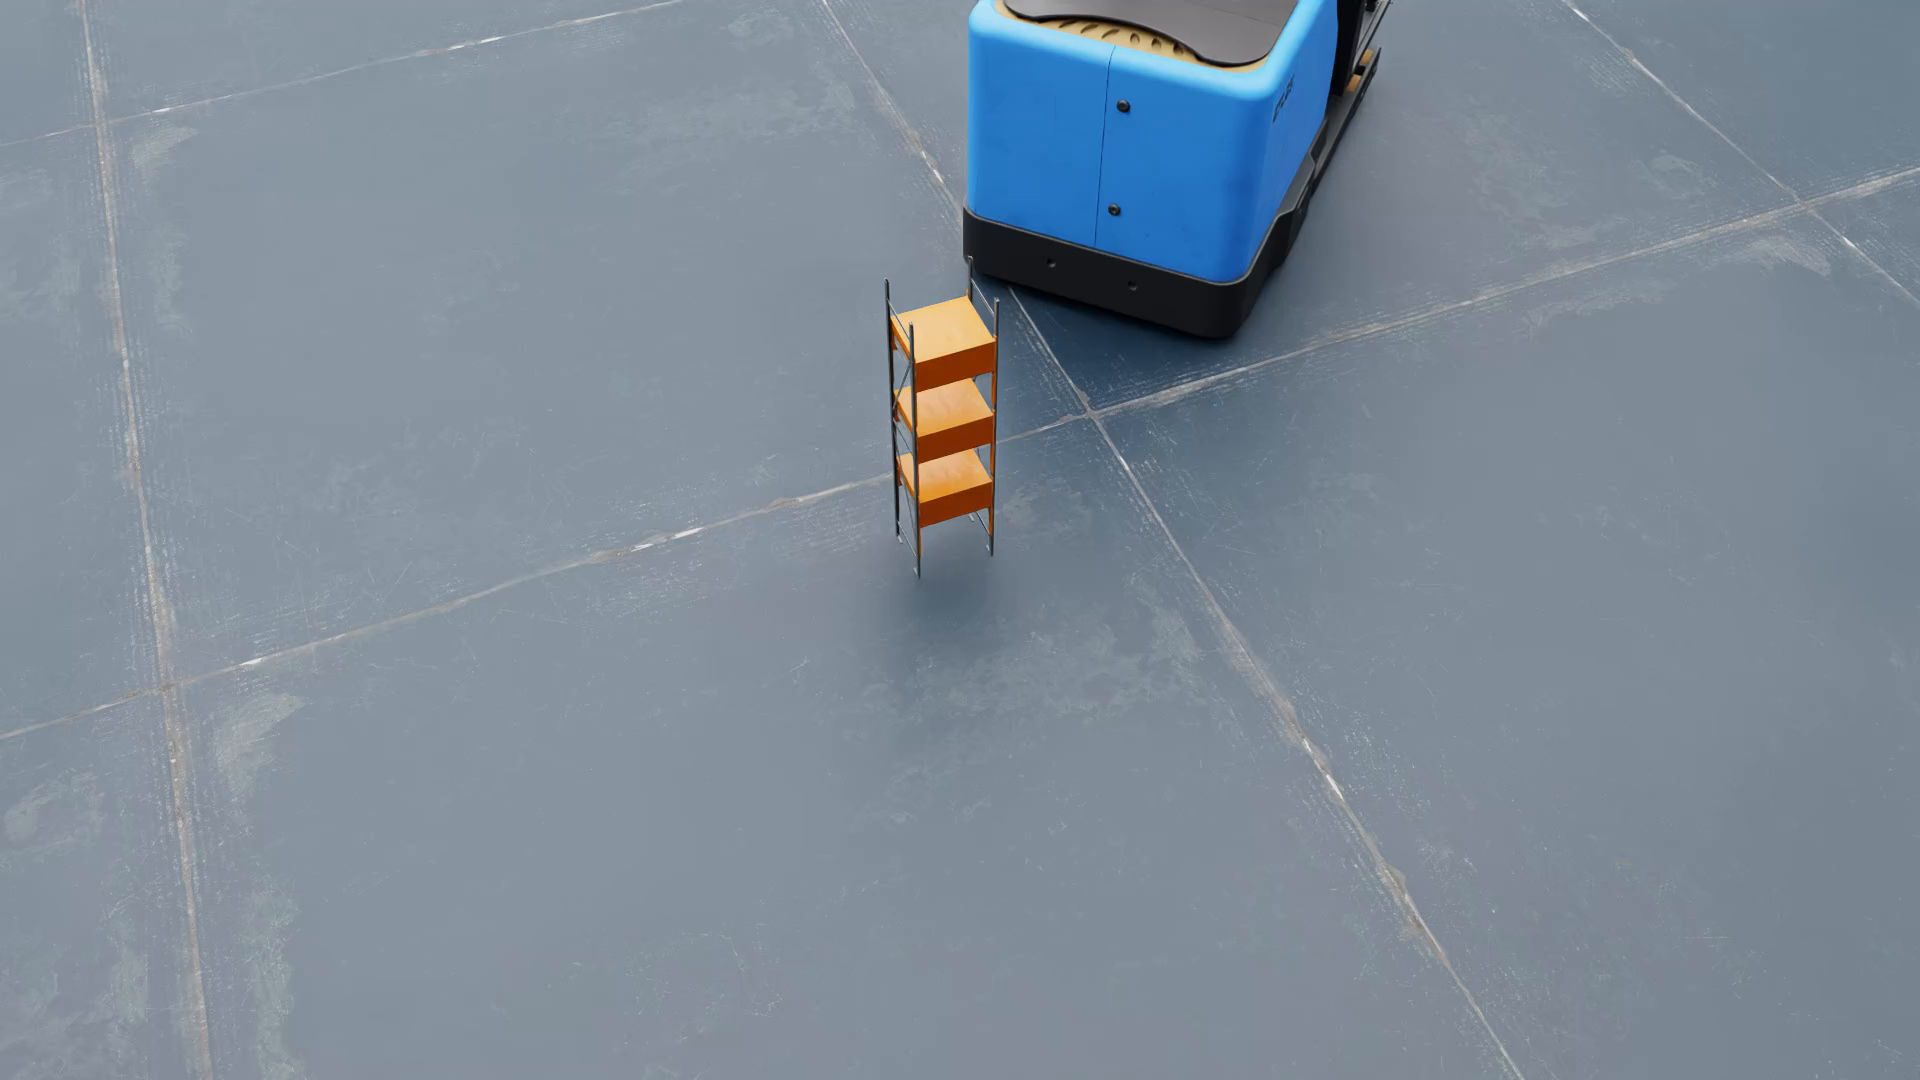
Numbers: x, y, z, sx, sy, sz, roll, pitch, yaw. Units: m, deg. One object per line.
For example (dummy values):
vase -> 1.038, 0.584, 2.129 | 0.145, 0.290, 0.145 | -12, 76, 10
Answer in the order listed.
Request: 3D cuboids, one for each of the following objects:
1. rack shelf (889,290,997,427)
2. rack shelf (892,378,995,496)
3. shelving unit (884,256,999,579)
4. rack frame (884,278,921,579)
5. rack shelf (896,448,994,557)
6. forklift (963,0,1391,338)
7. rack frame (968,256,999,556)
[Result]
rack shelf -> -0.050, -0.505, 4.631 | 0.240, 0.259, 0.215 | -17, 52, -14
rack shelf -> -0.050, -0.320, 4.847 | 0.240, 0.259, 0.215 | -17, 52, -14
shelving unit -> -0.050, -0.327, 4.839 | 0.252, 1.050, 0.215 | -17, 52, -14
rack frame -> -0.162, -0.292, 4.808 | 0.008, 1.050, 0.200 | -17, 52, -14
rack shelf -> -0.050, -0.139, 5.057 | 0.240, 0.259, 0.215 | -17, 52, -14
forklift -> 1.069, -2.792, 5.716 | 1.130, 2.935, 3.031 | 19, 52, 15
rack frame -> 0.063, -0.362, 4.869 | 0.008, 1.050, 0.200 | -17, 52, -14
